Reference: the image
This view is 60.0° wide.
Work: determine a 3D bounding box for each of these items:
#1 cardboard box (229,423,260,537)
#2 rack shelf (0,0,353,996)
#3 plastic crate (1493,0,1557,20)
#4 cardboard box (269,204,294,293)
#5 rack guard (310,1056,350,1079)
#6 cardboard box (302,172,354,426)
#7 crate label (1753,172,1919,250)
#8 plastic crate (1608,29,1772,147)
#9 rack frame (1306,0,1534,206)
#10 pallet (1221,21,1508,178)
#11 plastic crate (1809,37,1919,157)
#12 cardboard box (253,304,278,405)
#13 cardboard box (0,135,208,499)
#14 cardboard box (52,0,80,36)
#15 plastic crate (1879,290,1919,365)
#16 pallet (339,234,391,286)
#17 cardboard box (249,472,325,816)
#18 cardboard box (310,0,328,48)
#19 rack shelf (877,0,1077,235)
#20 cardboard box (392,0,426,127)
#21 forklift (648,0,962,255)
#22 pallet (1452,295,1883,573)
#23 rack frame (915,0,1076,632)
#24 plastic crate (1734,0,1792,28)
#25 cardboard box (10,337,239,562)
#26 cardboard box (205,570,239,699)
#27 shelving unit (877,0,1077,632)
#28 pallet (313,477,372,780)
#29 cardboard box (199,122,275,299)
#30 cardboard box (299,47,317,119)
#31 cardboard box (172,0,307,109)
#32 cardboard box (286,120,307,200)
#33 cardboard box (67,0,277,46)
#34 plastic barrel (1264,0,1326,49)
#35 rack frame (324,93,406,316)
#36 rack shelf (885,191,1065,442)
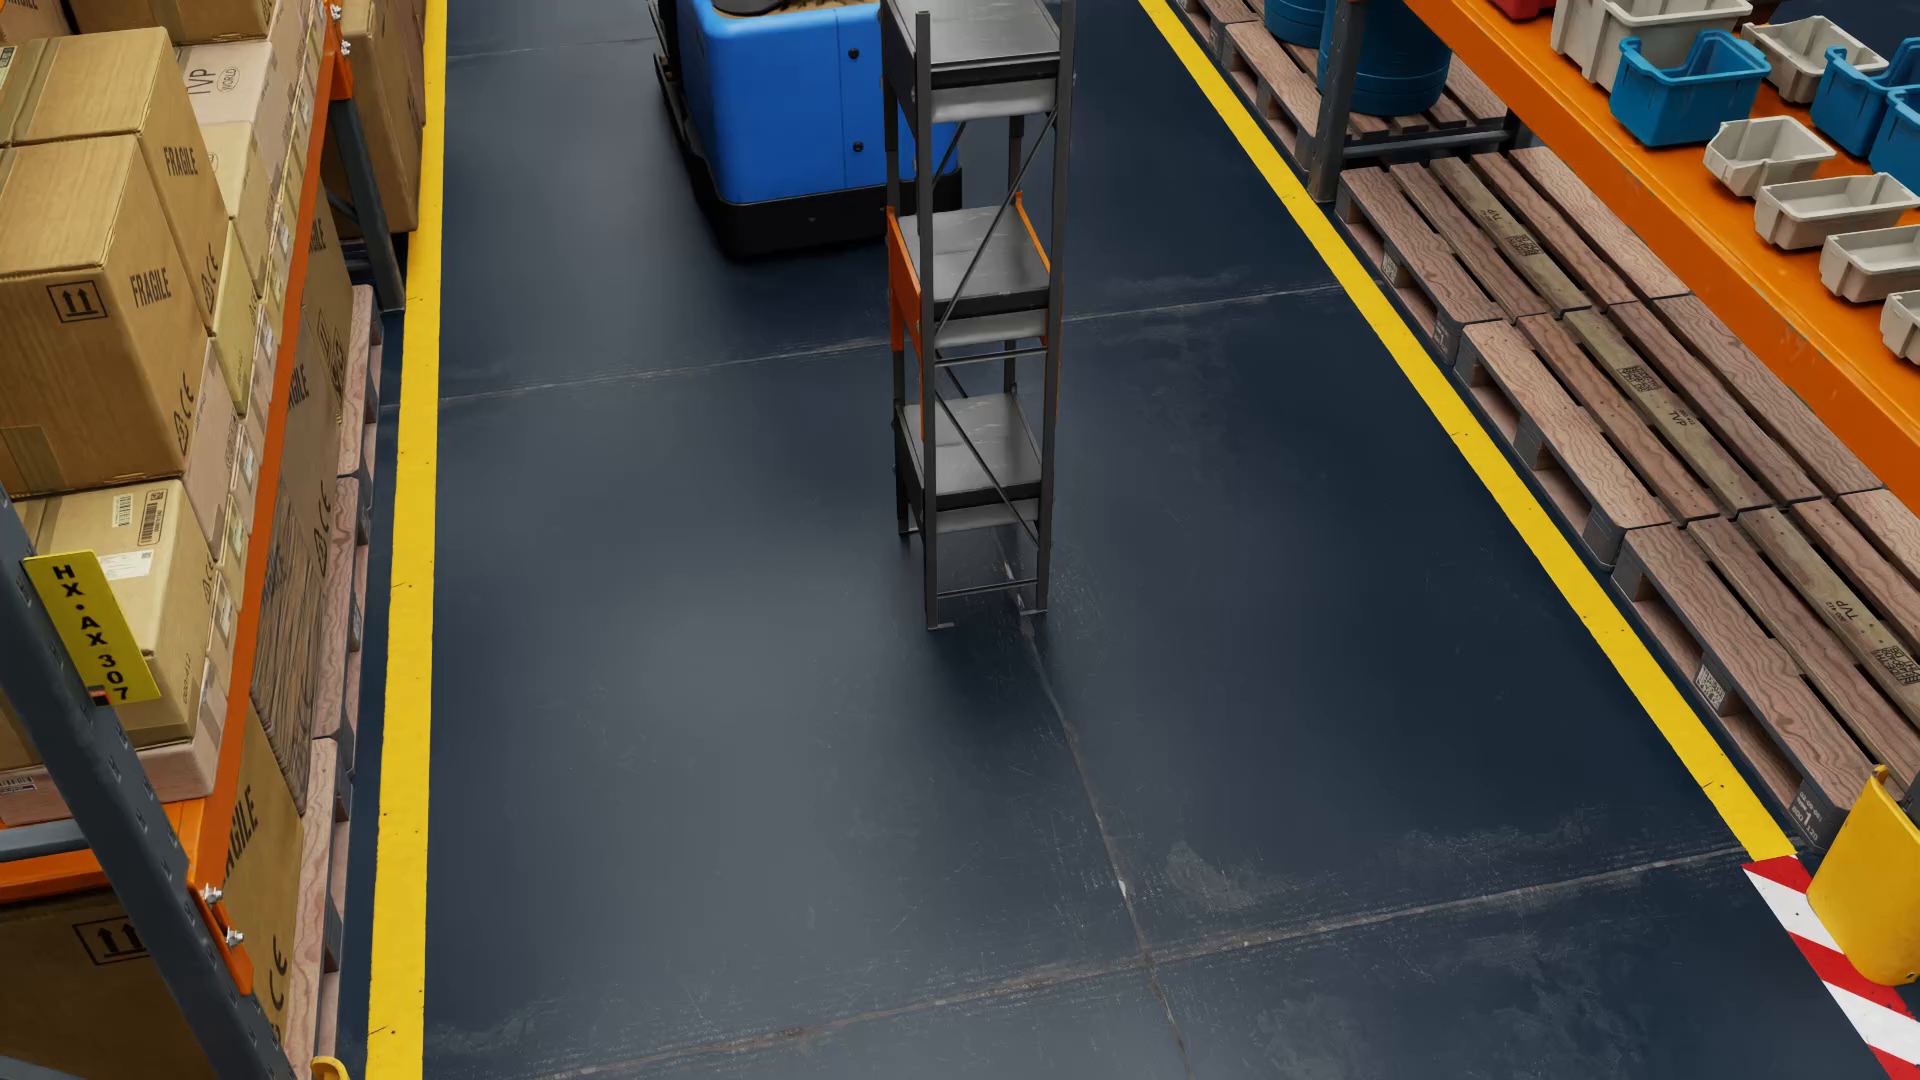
[{"bbox_3d":[-1.829,-0.112,3.806,0.380,0.149,0.250,-9,42,-10],"label":"cardboard box"},{"bbox_3d":[-2.337,-0.455,4.545,1.077,0.370,4.000,-8,42,-9],"label":"rack shelf"},{"bbox_3d":[2.016,-2.162,5.832,0.402,0.464,0.583,-8,42,-9],"label":"plastic crate"},{"bbox_3d":[-2.051,-0.778,4.556,0.380,0.149,0.250,-8,42,-9],"label":"cardboard box"},{"bbox_3d":[-1.900,1.523,3.658,1.175,0.500,0.348,-8,42,-9],"label":"rack guard"},{"bbox_3d":[-2.704,-0.943,5.837,0.875,0.875,0.875,-8,42,-9],"label":"cardboard box"},{"bbox_3d":[2.446,-0.931,4.692,0.396,0.136,0.243,-8,42,-9],"label":"crate label"},{"bbox_3d":[2.238,-1.391,5.139,0.416,0.233,0.300,-8,42,-9],"label":"plastic crate"},{"bbox_3d":[2.068,-2.730,6.566,1.000,3.000,0.127,-8,42,-9],"label":"rack frame"},{"bbox_3d":[1.942,-2.193,8.062,1.003,0.211,1.213,-8,42,-9],"label":"pallet"},{"bbox_3d":[2.851,-1.352,5.095,0.416,0.233,0.300,-8,42,-9],"label":"plastic crate"},{"bbox_3d":[-1.939,-0.444,4.180,0.380,0.149,0.250,-9,42,-10],"label":"cardboard box"},{"bbox_3d":[-1.853,-0.437,3.307,0.500,0.500,0.500,-9,42,-10],"label":"cardboard box"},{"bbox_3d":[-2.816,-1.688,4.717,0.500,0.500,0.500,-8,42,-9],"label":"cardboard box"},{"bbox_3d":[2.579,-0.564,4.279,0.396,0.136,0.243,-8,42,-9],"label":"plastic crate"},{"bbox_3d":[-3.008,-1.467,7.243,1.003,0.211,1.213,-8,42,-9],"label":"pallet"},{"bbox_3d":[-2.318,0.217,4.530,0.875,0.875,0.875,-8,42,-9],"label":"cardboard box"},{"bbox_3d":[-2.383,-1.776,5.680,0.380,0.149,0.250,-8,42,-9],"label":"cardboard box"},{"bbox_3d":[0.036,-1.191,4.476,0.431,0.518,0.480,-8,42,-9],"label":"rack shelf"},{"bbox_3d":[-3.120,-2.374,7.449,1.225,0.875,0.875,-10,43,-11],"label":"cardboard box"},{"bbox_3d":[-0.888,-3.284,7.242,1.130,2.935,3.031,-11,43,-12],"label":"forklift"},{"bbox_3d":[2.531,-0.424,6.068,1.003,0.211,1.213,-8,42,-9],"label":"pallet"},{"bbox_3d":[0.088,-0.520,4.754,0.400,2.100,0.015,-8,42,-9],"label":"rack frame"},{"bbox_3d":[2.572,-1.962,5.863,0.437,0.125,0.590,-8,42,-9],"label":"plastic crate"},{"bbox_3d":[-1.864,-0.168,3.569,0.500,0.250,0.500,-9,42,-10],"label":"cardboard box"},{"bbox_3d":[-1.716,0.223,3.428,0.380,0.149,0.250,-9,42,-10],"label":"cardboard box"},{"bbox_3d":[0.036,-0.678,4.932,0.431,2.100,0.503,-8,42,-9],"label":"shelving unit"},{"bbox_3d":[-2.414,0.319,5.232,1.003,0.211,1.213,-8,42,-9],"label":"pallet"},{"bbox_3d":[-2.086,-0.832,4.317,0.500,0.250,0.500,-9,42,-10],"label":"cardboard box"},{"bbox_3d":[-2.272,-1.442,5.305,0.380,0.149,0.250,-9,42,-10],"label":"cardboard box"},{"bbox_3d":[-2.303,-1.492,5.060,0.500,0.250,0.500,-7,42,-8],"label":"cardboard box"},{"bbox_3d":[-2.160,-1.109,4.929,0.380,0.149,0.250,-8,42,-8],"label":"cardboard box"},{"bbox_3d":[-2.304,-1.771,4.809,0.500,0.500,0.500,-8,42,-9],"label":"cardboard box"},{"bbox_3d":[1.814,-2.916,8.040,0.600,0.901,0.708,-8,42,-9],"label":"plastic barrel"},{"bbox_3d":[-2.768,-2.020,5.766,1.000,3.000,0.127,-8,42,-9],"label":"rack frame"},{"bbox_3d":[0.036,-0.668,4.941,0.431,0.518,0.480,-8,42,-9],"label":"rack shelf"}]
